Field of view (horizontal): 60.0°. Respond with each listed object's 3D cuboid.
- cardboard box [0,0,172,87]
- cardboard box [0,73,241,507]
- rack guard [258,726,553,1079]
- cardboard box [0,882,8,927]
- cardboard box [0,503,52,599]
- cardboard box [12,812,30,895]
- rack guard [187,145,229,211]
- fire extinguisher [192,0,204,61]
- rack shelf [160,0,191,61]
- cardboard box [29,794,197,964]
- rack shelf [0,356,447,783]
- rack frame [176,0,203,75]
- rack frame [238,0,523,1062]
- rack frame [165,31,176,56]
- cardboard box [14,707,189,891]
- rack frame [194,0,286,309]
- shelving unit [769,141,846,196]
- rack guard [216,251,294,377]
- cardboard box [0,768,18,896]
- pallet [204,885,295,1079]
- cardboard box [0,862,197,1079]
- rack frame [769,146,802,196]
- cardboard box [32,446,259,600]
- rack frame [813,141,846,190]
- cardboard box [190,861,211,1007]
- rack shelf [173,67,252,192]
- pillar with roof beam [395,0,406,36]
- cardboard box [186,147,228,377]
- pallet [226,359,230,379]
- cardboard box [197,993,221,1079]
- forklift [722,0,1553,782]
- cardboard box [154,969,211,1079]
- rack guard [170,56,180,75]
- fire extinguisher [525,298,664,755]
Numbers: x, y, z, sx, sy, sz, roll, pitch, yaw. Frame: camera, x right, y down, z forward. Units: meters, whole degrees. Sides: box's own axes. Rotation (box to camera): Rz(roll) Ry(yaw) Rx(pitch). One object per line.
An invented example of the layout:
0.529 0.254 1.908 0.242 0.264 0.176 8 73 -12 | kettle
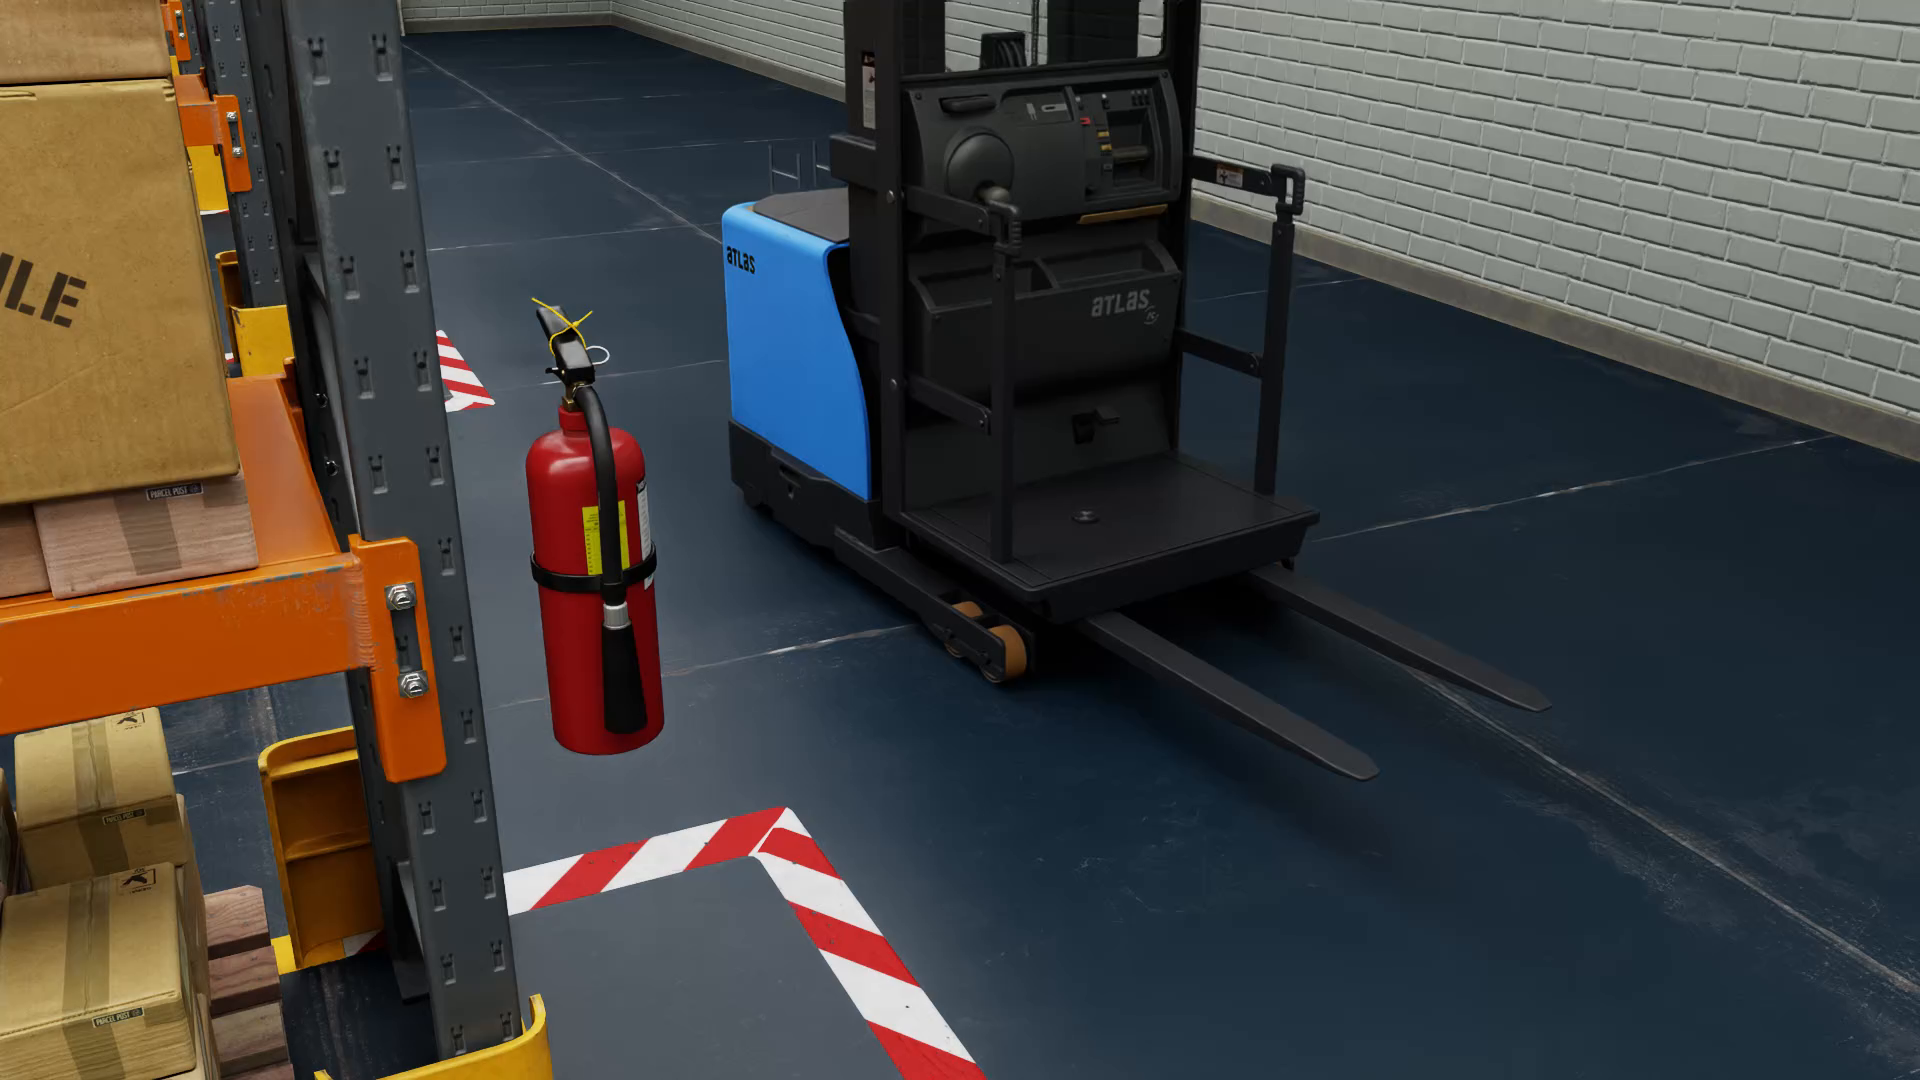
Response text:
-1.276 -0.824 1.993 0.500 0.500 0.500 -11 25 -25 | cardboard box
-1.264 -0.361 2.180 0.500 0.500 0.500 -10 24 -23 | cardboard box
-1.040 0.827 3.098 0.348 0.500 1.175 -10 25 -24 | rack guard
-1.589 0.705 2.526 0.250 0.149 0.380 -10 24 -23 | cardboard box
-1.383 -0.045 2.264 0.250 0.149 0.380 -10 25 -24 | cardboard box
-1.826 0.670 3.000 0.250 0.149 0.380 -11 25 -24 | cardboard box
-5.163 -2.627 11.443 0.348 0.500 1.175 -10 25 -24 | rack guard
-4.846 -3.434 10.712 0.183 0.674 0.296 -10 25 -24 | fire extinguisher
-6.981 -3.109 10.280 4.000 0.370 1.077 -10 25 -24 | rack shelf
-1.555 0.644 3.062 0.250 0.149 0.380 -9 24 -21 | cardboard box
-2.773 0.324 1.987 4.000 0.370 1.077 -10 25 -24 | rack shelf
-5.179 -3.773 10.944 0.127 3.000 1.000 -10 25 -24 | rack frame
-0.971 -0.340 2.651 0.127 3.000 1.000 -10 25 -24 | rack frame
-7.324 -5.481 15.070 0.127 3.000 1.000 -10 25 -24 | rack frame
-1.591 0.478 3.075 0.250 0.149 0.380 -12 25 -26 | cardboard box
-3.031 -2.067 6.821 0.127 3.000 1.000 -10 25 -24 | rack frame
-0.558 -0.875 6.295 0.189 1.200 0.258 -14 26 -30 | shelving unit
-3.010 -0.916 7.308 0.348 0.500 1.175 -10 25 -24 | rack guard
-1.787 0.565 2.864 0.250 0.149 0.380 -10 24 -23 | cardboard box
-1.787 1.083 2.857 1.213 0.211 1.003 -10 25 -24 | pallet
-1.338 0.683 2.579 0.250 0.149 0.380 -10 25 -23 | cardboard box
-0.635 -0.856 6.249 0.006 1.200 0.240 -14 26 -30 | rack frame
-1.142 -0.073 2.333 0.250 0.149 0.380 -10 25 -24 | cardboard box
-0.482 -0.894 6.341 0.006 1.200 0.240 -14 26 -30 | rack frame
-1.582 0.759 3.172 0.250 0.149 0.380 -10 24 -23 | cardboard box
-4.833 -1.402 6.157 4.000 0.370 1.077 -10 25 -24 | rack shelf
-5.551 -9.222 16.263 0.400 9.000 9.100 -10 25 -24 | pillar with roof beam
-3.573 -1.145 6.824 0.875 0.875 0.875 -10 25 -24 | cardboard box
-3.718 -0.619 6.968 1.213 0.211 1.003 -10 25 -24 | pallet
-1.355 0.942 2.731 0.250 0.149 0.380 -10 25 -23 | cardboard box
0.384 -1.150 4.697 1.130 2.935 3.031 -14 26 -30 | forklift
-1.323 0.831 2.610 0.250 0.149 0.380 -11 25 -25 | cardboard box
-7.393 -4.314 15.517 0.348 0.500 1.175 -10 25 -24 | rack guard
-0.544 -0.015 2.453 0.183 0.674 0.296 -10 25 -24 | fire extinguisher
